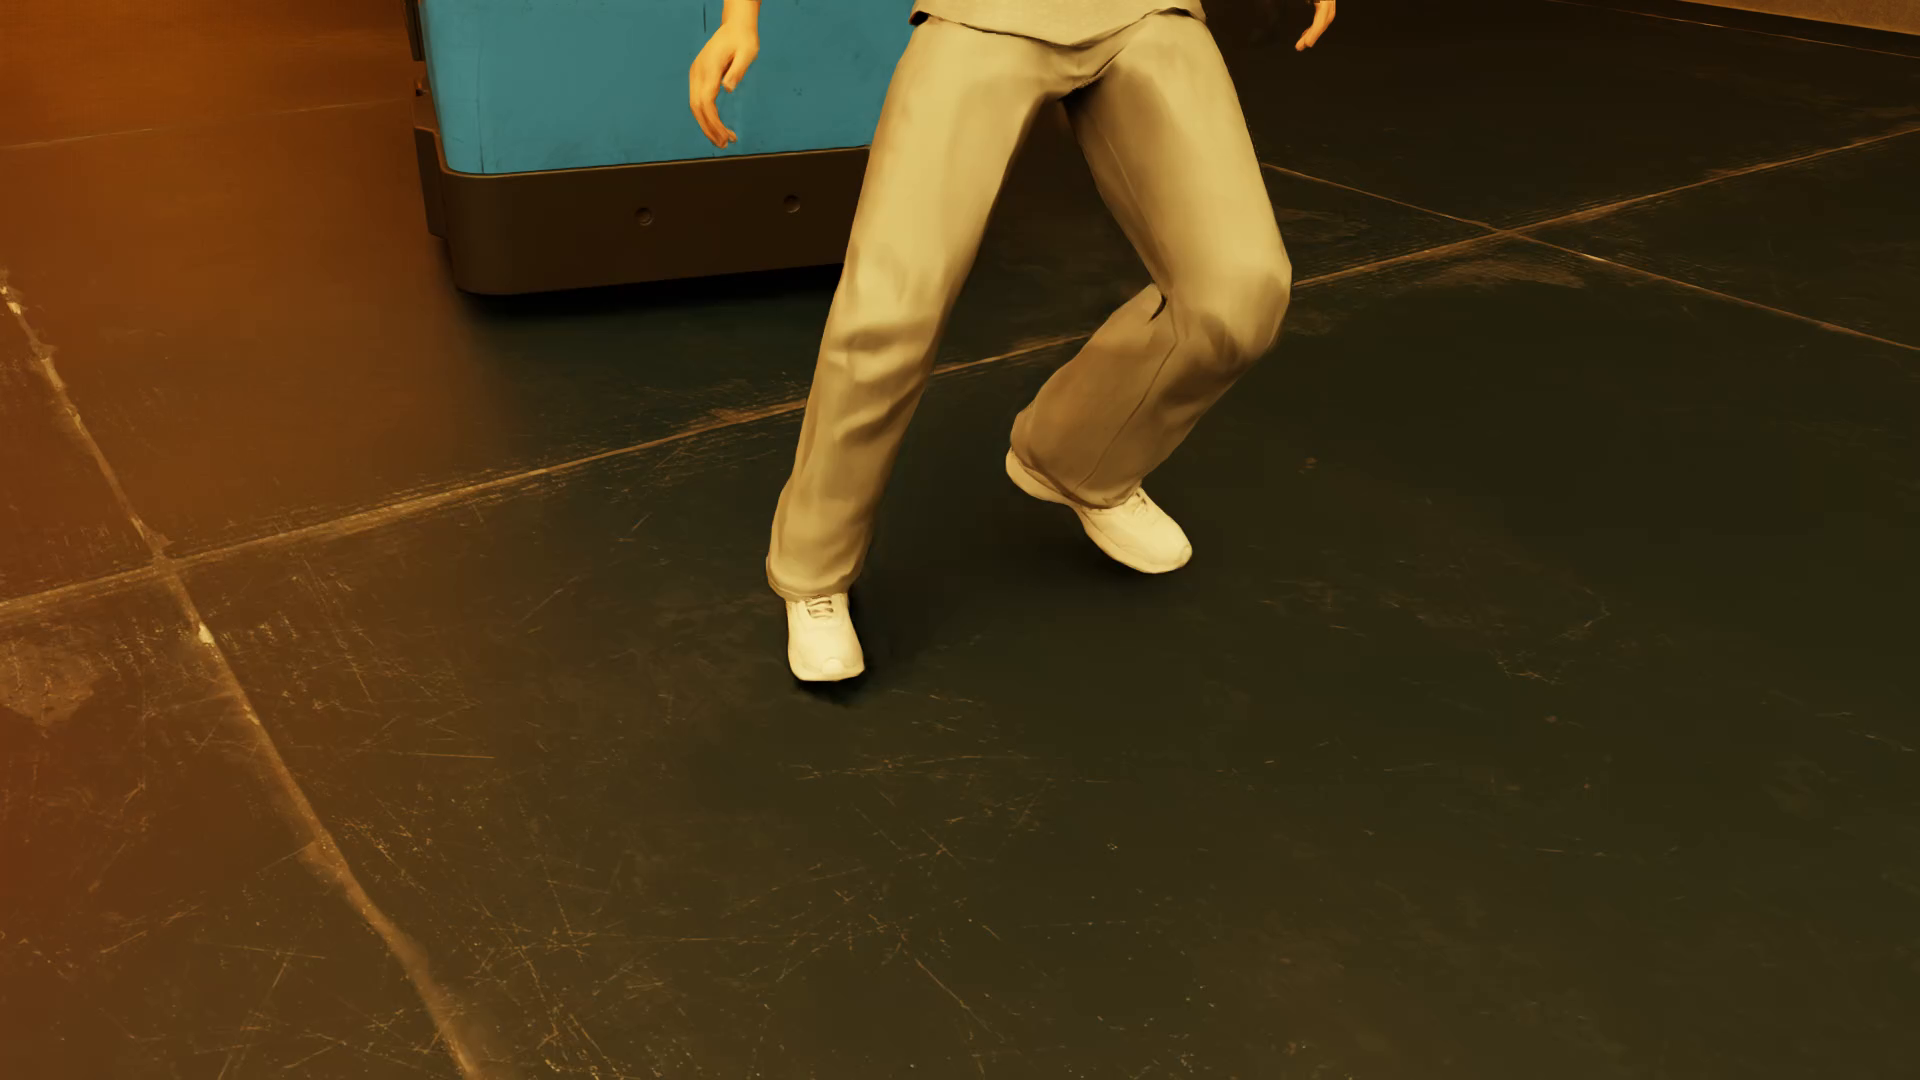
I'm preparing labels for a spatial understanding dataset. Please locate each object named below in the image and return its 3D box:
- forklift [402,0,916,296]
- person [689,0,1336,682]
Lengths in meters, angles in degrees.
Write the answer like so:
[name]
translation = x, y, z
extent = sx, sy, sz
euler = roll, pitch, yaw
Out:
[forklift]
translation = -0.960, -2.437, 4.089
extent = 1.130, 2.935, 3.031
euler = -8, 28, -16
[person]
translation = 0.049, -0.617, 1.999
extent = 0.749, 1.550, 0.524
euler = -4, 27, -8
